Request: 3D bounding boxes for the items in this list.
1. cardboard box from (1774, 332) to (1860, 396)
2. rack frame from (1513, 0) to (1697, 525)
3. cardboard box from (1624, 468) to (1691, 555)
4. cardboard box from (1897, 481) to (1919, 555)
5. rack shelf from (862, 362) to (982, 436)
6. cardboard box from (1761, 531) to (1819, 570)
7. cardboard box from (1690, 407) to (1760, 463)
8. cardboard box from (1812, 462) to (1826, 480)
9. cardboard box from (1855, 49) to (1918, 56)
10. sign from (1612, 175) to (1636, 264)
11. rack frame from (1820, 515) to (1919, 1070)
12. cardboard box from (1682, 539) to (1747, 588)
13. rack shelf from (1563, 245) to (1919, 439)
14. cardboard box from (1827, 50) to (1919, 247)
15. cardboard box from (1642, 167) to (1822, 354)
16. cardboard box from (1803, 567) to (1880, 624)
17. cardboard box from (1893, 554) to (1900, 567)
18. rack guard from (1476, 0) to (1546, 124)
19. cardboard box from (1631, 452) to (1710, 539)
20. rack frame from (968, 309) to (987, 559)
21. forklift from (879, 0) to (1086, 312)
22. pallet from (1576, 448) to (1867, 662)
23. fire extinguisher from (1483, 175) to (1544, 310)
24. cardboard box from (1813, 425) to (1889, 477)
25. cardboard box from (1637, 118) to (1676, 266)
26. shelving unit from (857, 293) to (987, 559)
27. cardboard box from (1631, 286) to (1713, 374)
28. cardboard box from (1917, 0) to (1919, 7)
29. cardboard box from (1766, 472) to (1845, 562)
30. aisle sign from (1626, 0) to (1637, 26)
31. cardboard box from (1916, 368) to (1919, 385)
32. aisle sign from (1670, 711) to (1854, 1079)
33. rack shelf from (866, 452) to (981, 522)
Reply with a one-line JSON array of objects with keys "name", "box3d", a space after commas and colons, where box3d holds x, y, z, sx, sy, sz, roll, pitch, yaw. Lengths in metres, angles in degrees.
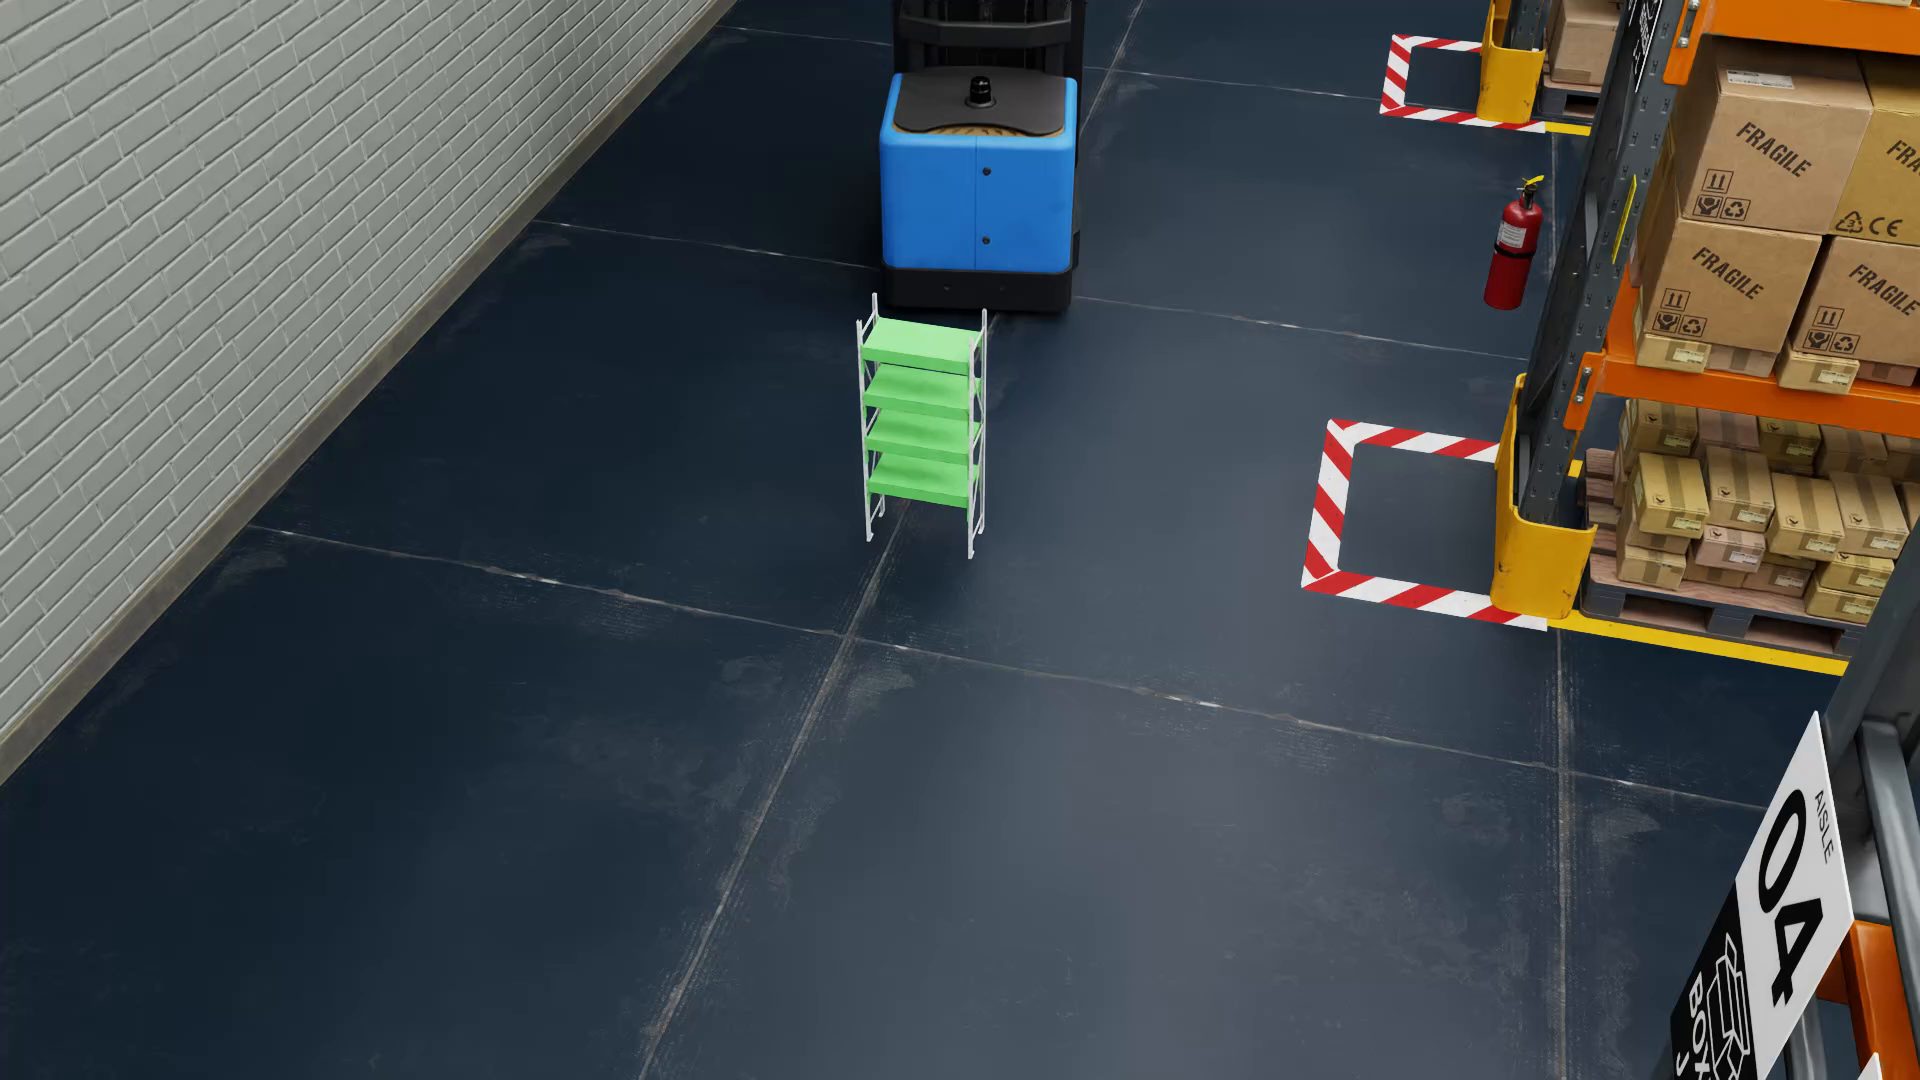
[{"name": "cardboard box", "box3d": [3.328, -0.743, 6.498, 0.250, 0.149, 0.380, 9, 41, 10]}, {"name": "rack frame", "box3d": [2.598, -1.192, 6.837, 0.127, 3.000, 1.000, 10, 41, 11]}, {"name": "cardboard box", "box3d": [3.037, -0.128, 7.229, 0.250, 0.149, 0.380, 11, 41, 13]}, {"name": "cardboard box", "box3d": [4.050, -0.056, 6.912, 0.250, 0.149, 0.380, 11, 41, 13]}, {"name": "rack shelf", "box3d": [-0.160, -0.622, 7.284, 0.480, 0.148, 0.258, 10, 41, 11]}, {"name": "cardboard box", "box3d": [3.547, -0.062, 7.150, 0.250, 0.149, 0.380, 10, 41, 12]}, {"name": "cardboard box", "box3d": [3.402, -0.481, 7.418, 0.250, 0.149, 0.380, 11, 41, 12]}, {"name": "cardboard box", "box3d": [3.917, -0.270, 7.398, 0.250, 0.149, 0.380, 9, 41, 11]}, {"name": "cardboard box", "box3d": [3.593, -1.721, 6.380, 0.500, 0.500, 0.500, 8, 41, 10]}, {"name": "sign", "box3d": [2.457, -1.186, 6.157, 0.005, 0.325, 0.100, 10, 41, 11]}, {"name": "rack frame", "box3d": [1.218, -0.424, 1.258, 0.127, 3.000, 1.000, 10, 41, 11]}, {"name": "cardboard box", "box3d": [3.295, 0.018, 7.287, 0.250, 0.149, 0.380, 10, 41, 11]}, {"name": "rack shelf", "box3d": [4.530, -0.584, 6.672, 4.000, 0.370, 1.077, 10, 41, 11]}, {"name": "cardboard box", "box3d": [3.452, -1.407, 6.007, 0.500, 0.500, 0.500, 11, 41, 13]}, {"name": "cardboard box", "box3d": [2.960, -1.098, 6.416, 0.500, 0.500, 0.500, 12, 41, 13]}, {"name": "cardboard box", "box3d": [3.755, 0.165, 7.111, 0.250, 0.149, 0.380, 10, 41, 12]}, {"name": "cardboard box", "box3d": [4.047, 0.033, 7.037, 0.250, 0.149, 0.380, 8, 41, 9]}, {"name": "rack guard", "box3d": [3.756, -3.331, 11.327, 0.348, 0.500, 1.175, 10, 41, 11]}, {"name": "cardboard box", "box3d": [3.016, -0.190, 7.072, 0.250, 0.149, 0.380, 8, 41, 9]}, {"name": "rack frame", "box3d": [0.076, -0.446, 7.349, 0.015, 1.200, 0.240, 10, 41, 11]}, {"name": "forklift", "box3d": [0.180, -3.309, 9.412, 1.130, 2.935, 3.031, 2, 40, 3]}, {"name": "pallet", "box3d": [3.447, 0.046, 7.531, 1.213, 0.211, 1.003, 10, 41, 11]}, {"name": "fire extinguisher", "box3d": [2.474, -1.348, 7.373, 0.183, 0.674, 0.296, 10, 41, 11]}, {"name": "cardboard box", "box3d": [3.919, -0.434, 7.362, 0.250, 0.149, 0.380, 8, 41, 10]}, {"name": "cardboard box", "box3d": [3.098, -1.429, 6.810, 0.500, 0.500, 0.500, 11, 41, 12]}, {"name": "shelving unit", "box3d": [-0.160, -0.487, 7.397, 0.503, 1.200, 0.258, 10, 41, 11]}, {"name": "cardboard box", "box3d": [2.826, -0.838, 6.611, 0.250, 0.149, 0.380, 9, 41, 11]}, {"name": "cardboard box", "box3d": [3.473, -1.959, 5.535, 0.500, 0.250, 0.500, 11, 41, 13]}, {"name": "cardboard box", "box3d": [3.524, -0.098, 6.962, 0.250, 0.149, 0.380, 10, 41, 11]}, {"name": "aisle sign", "box3d": [2.605, -2.386, 6.237, 0.004, 0.787, 0.394, 10, 41, 11]}, {"name": "cardboard box", "box3d": [3.870, -0.725, 6.476, 0.250, 0.149, 0.380, 9, 41, 11]}, {"name": "aisle sign", "box3d": [1.226, 0.679, 2.588, 0.004, 0.787, 0.394, 10, 41, 11]}, {"name": "rack shelf", "box3d": [-0.160, -0.254, 7.592, 0.480, 0.148, 0.258, 10, 41, 11]}]
